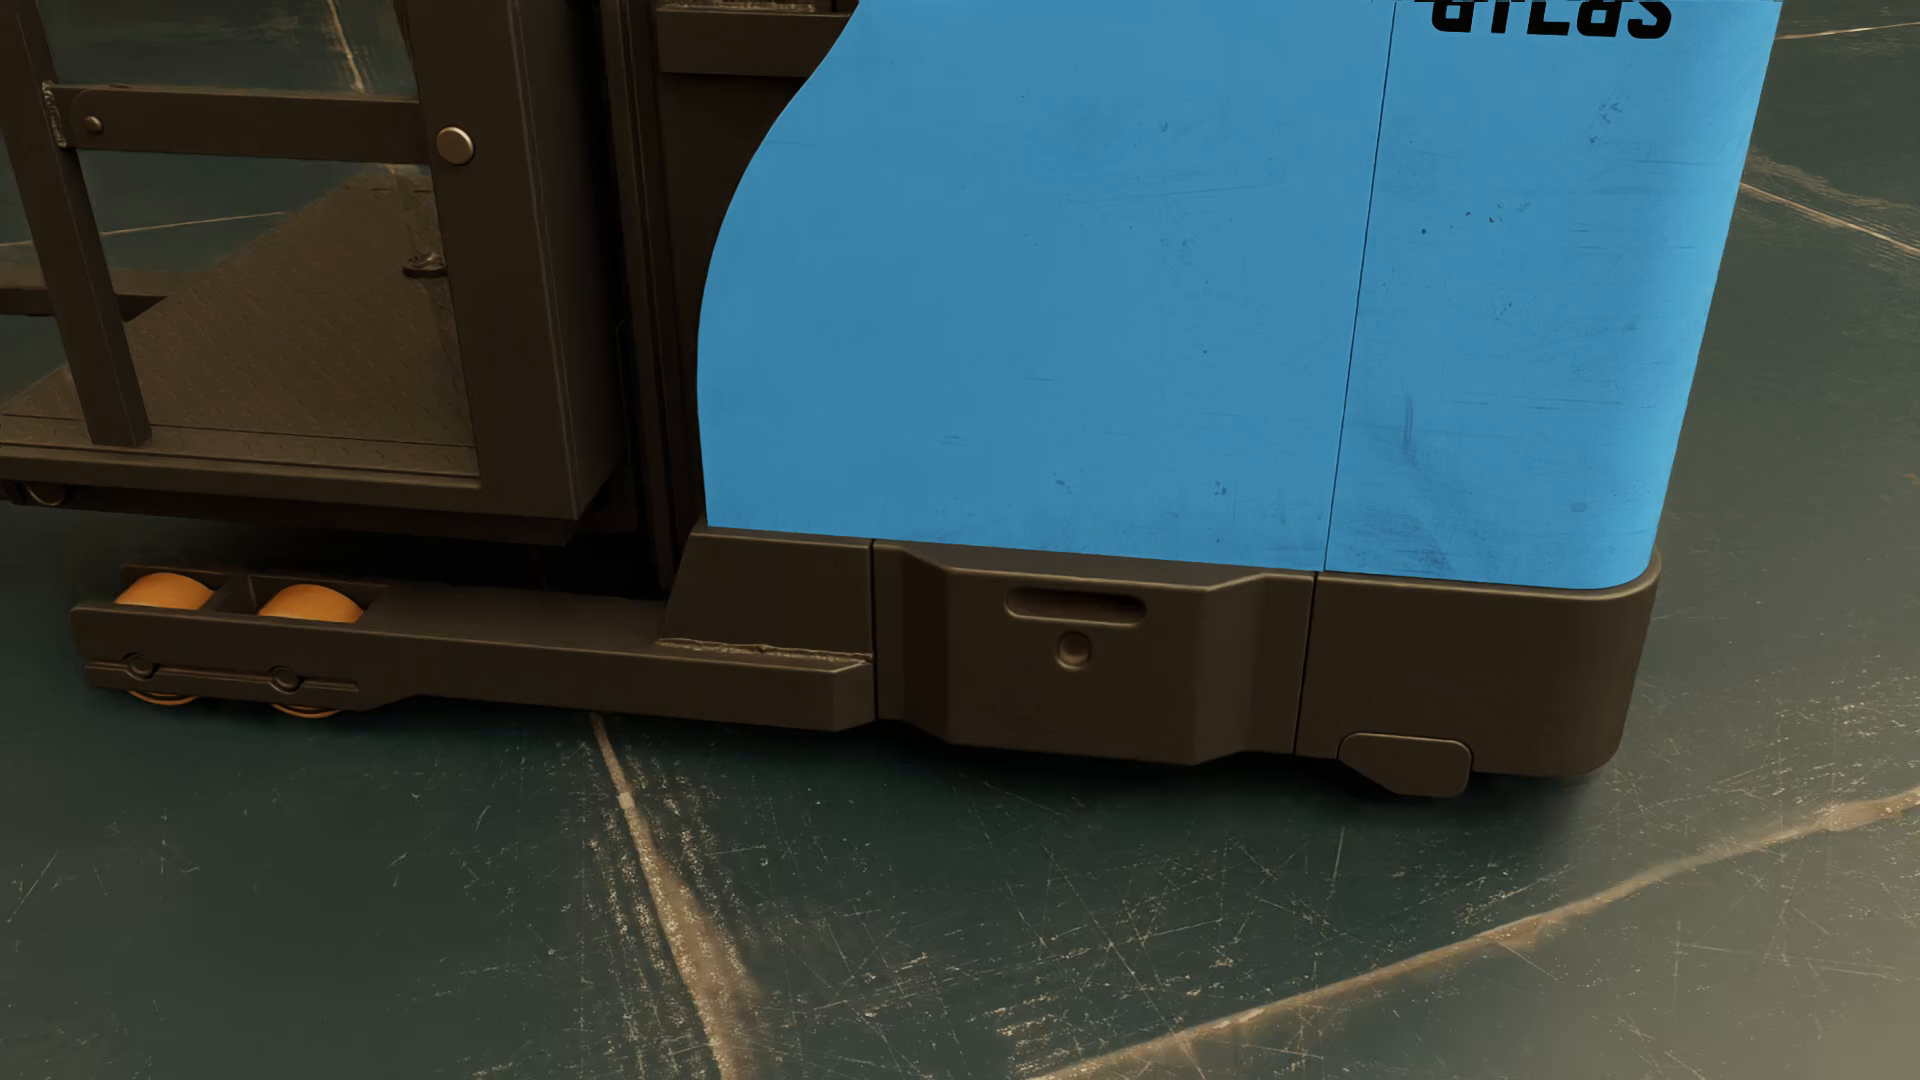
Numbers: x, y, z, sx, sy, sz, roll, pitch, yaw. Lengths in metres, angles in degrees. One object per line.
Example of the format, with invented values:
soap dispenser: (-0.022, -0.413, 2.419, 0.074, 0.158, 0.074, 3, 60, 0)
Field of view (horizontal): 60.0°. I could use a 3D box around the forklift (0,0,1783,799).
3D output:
forklift: (-0.662, -1.301, 1.823, 3.031, 2.935, 1.130, 4, 30, 7)
